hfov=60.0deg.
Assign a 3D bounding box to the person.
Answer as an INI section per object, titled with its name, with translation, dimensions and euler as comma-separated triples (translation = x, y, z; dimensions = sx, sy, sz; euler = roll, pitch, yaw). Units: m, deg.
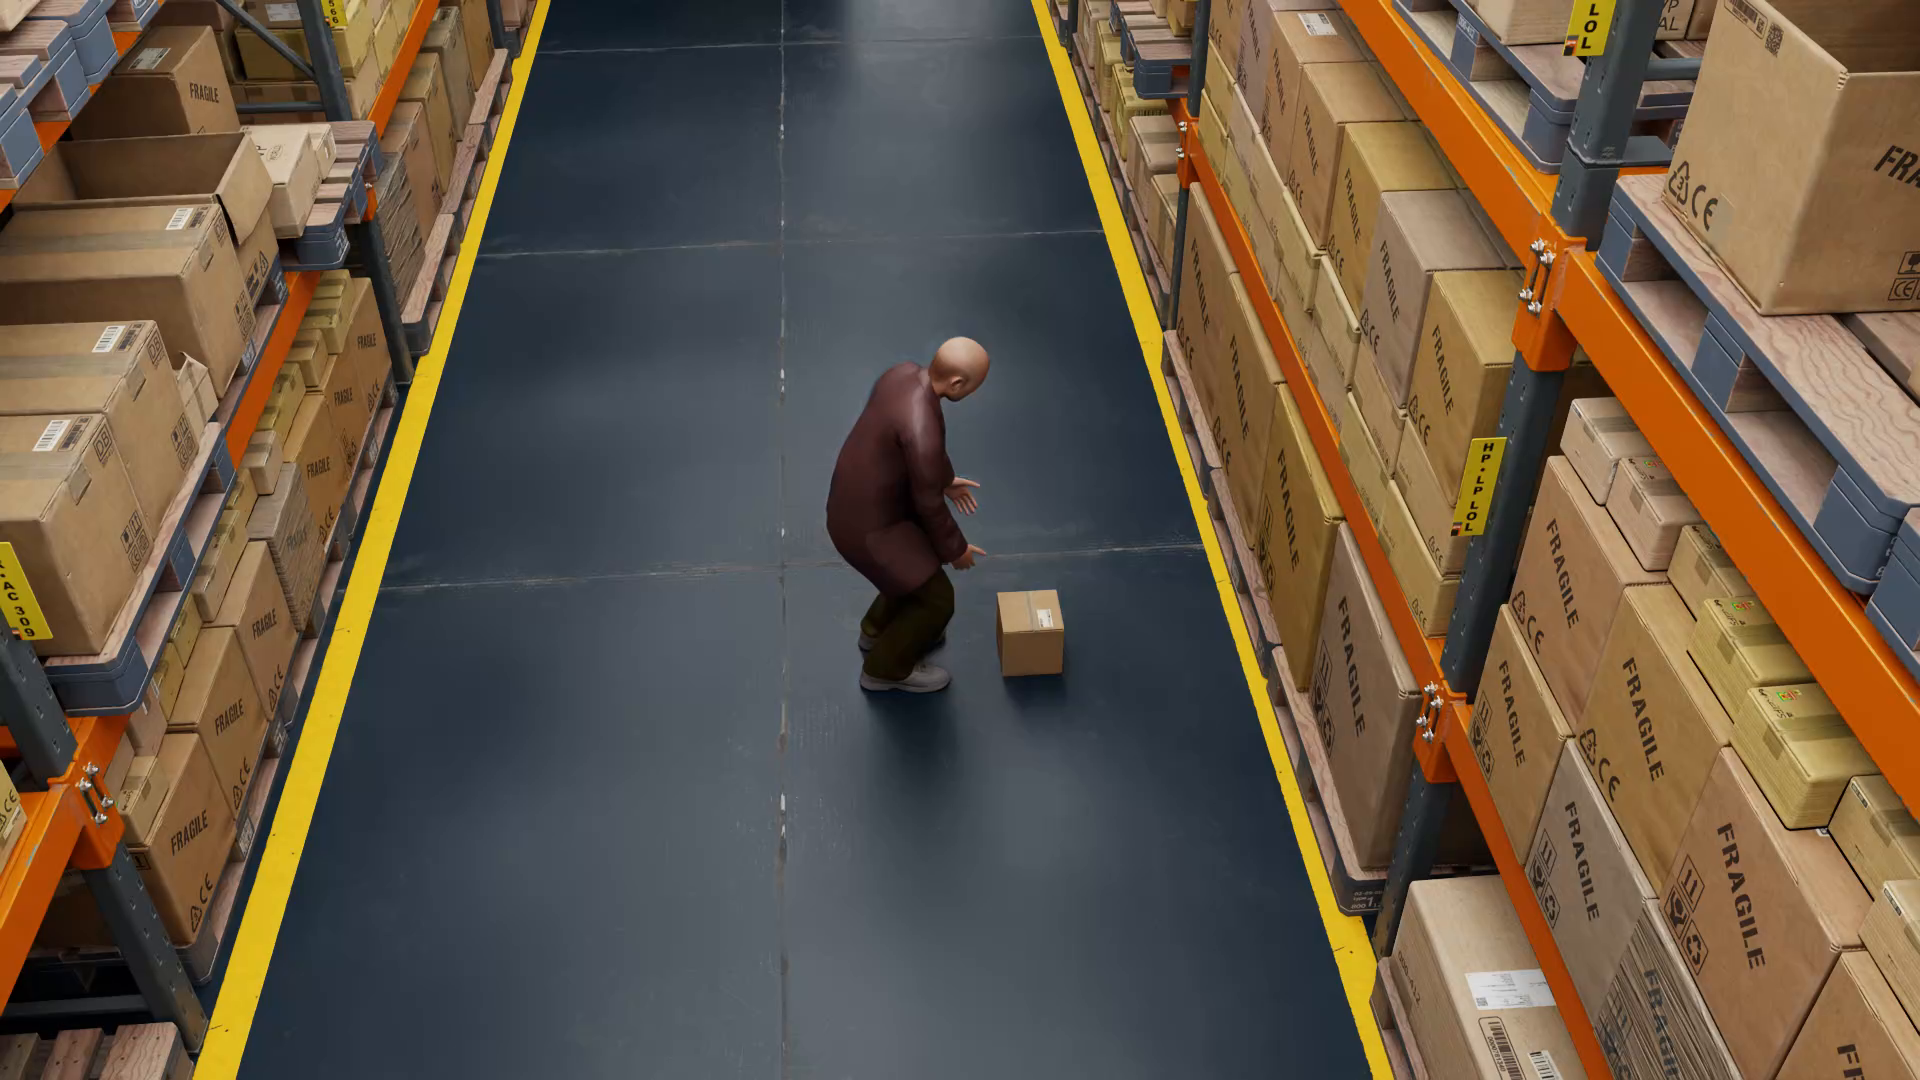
[person]
translation = -0.207, -0.112, 6.503
dimensions = 0.636, 1.538, 0.627
euler = -3, 39, -4
